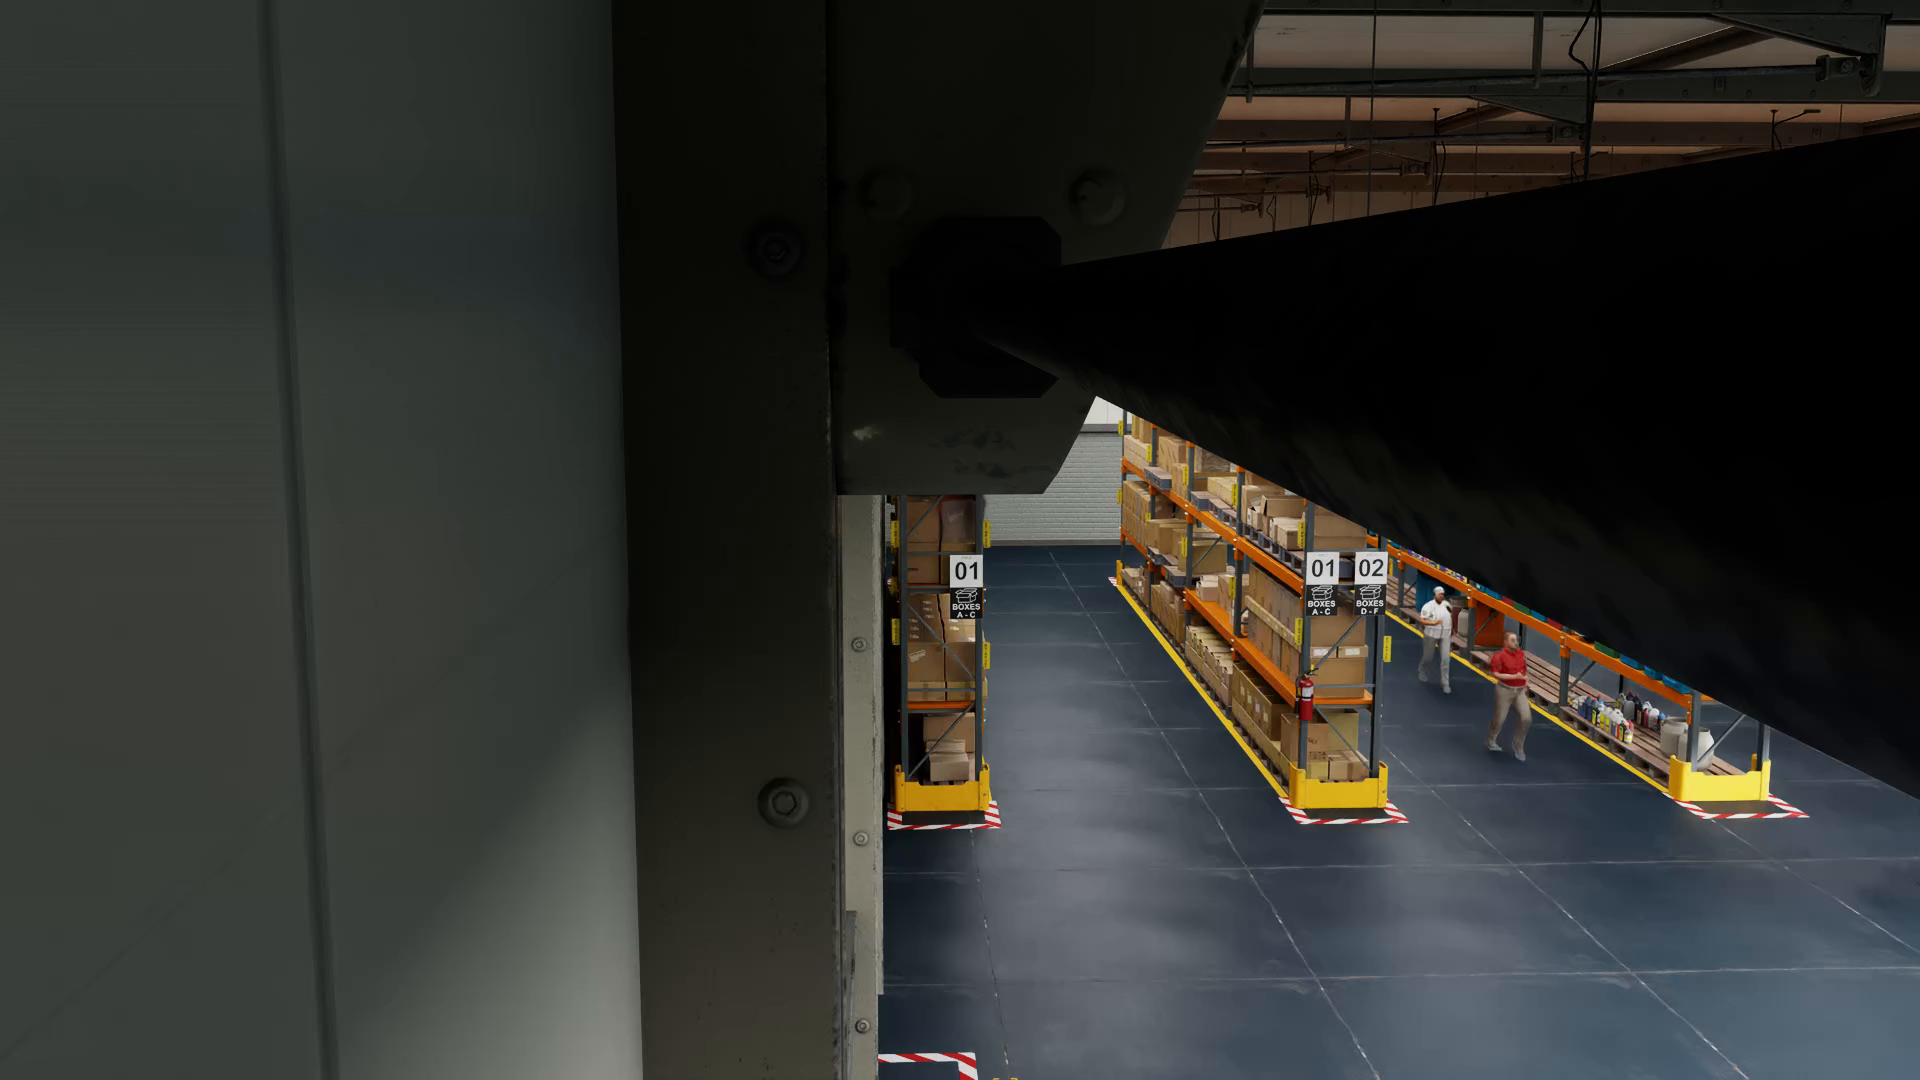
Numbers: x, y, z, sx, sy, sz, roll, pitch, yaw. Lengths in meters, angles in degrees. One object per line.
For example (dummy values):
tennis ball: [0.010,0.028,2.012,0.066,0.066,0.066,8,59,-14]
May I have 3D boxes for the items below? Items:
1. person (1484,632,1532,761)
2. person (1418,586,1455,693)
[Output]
person: [7.538,2.146,22.792,0.635,1.793,0.765,-2,9,-16]
person: [7.677,1.559,26.752,0.607,1.651,0.941,0,8,-3]
